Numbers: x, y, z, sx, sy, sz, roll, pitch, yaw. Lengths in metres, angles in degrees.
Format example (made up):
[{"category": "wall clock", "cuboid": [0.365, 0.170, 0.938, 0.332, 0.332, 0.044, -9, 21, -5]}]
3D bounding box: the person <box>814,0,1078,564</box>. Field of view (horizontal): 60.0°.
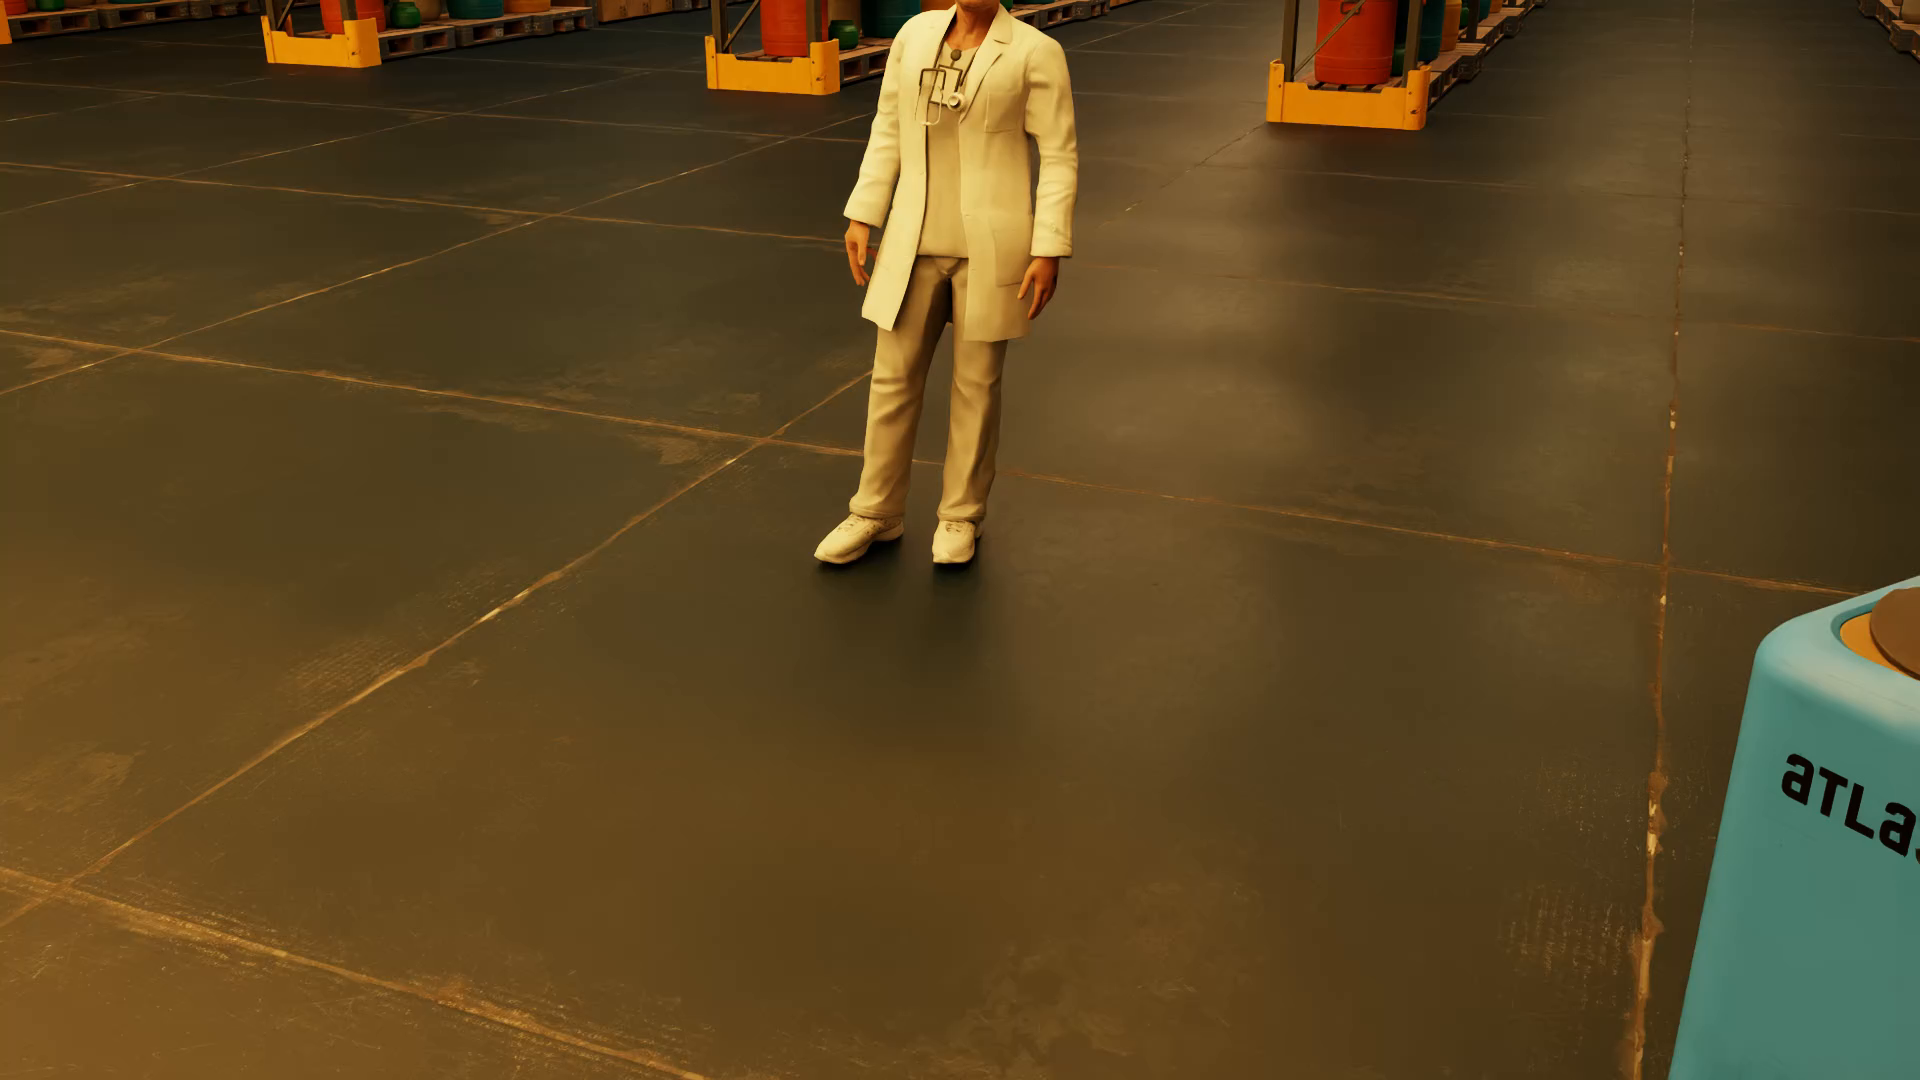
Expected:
[{"category": "person", "cuboid": [-0.039, -0.795, 4.672, 0.696, 1.776, 0.581, 9, 24, 21]}]
